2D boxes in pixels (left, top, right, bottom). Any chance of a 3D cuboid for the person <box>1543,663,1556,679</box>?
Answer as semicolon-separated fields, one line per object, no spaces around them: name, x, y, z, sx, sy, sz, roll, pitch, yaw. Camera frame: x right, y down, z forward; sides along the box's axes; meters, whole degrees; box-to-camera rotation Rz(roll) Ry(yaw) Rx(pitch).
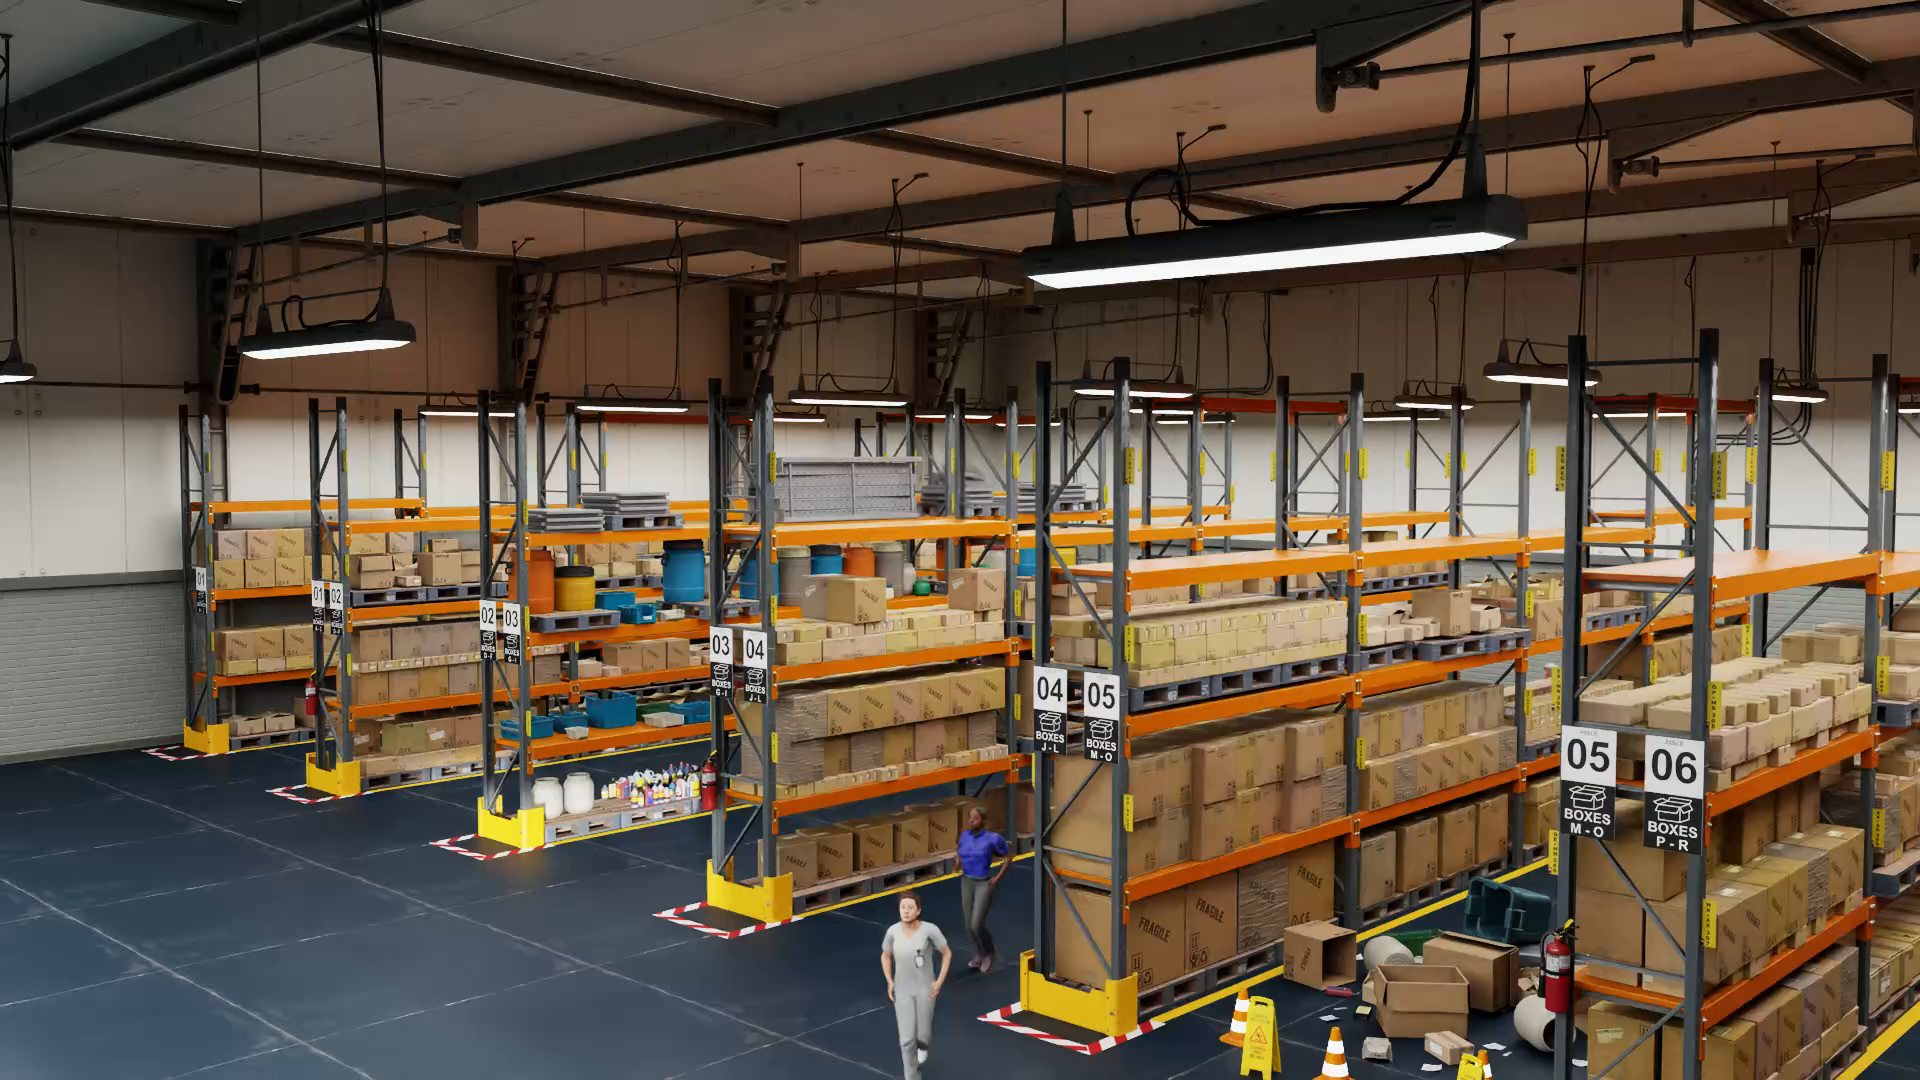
person;9.475;2.846;26.573;0.887;1.786;0.650;-3;4;-44

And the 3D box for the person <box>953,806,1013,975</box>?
person;0.170;3.478;16.482;0.575;1.666;0.593;2;4;32

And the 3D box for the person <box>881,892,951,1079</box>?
person;-0.351;3.645;13.491;0.573;1.656;0.637;0;3;9
